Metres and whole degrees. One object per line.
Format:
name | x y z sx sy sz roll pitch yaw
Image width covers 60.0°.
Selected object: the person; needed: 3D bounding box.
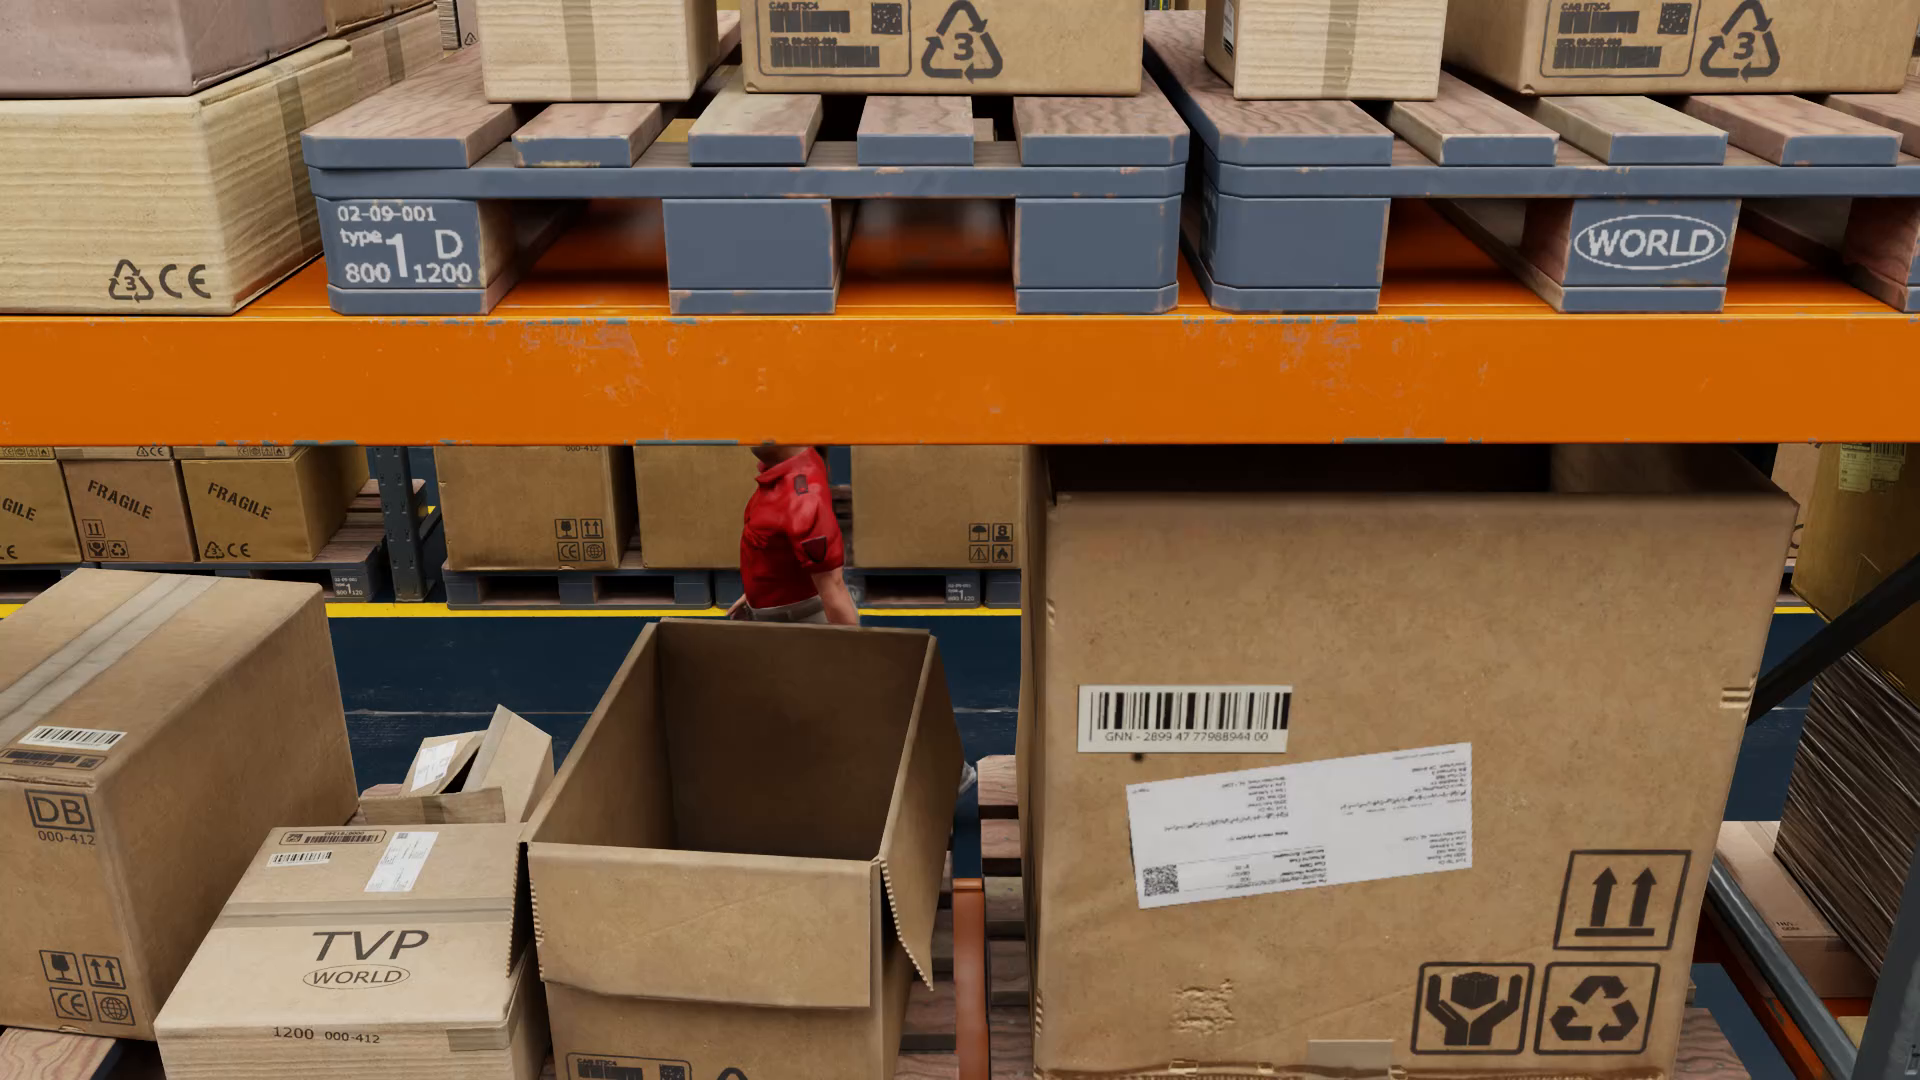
person | -0.498 0.279 5.533 1.115 1.662 0.578 0 24 0
